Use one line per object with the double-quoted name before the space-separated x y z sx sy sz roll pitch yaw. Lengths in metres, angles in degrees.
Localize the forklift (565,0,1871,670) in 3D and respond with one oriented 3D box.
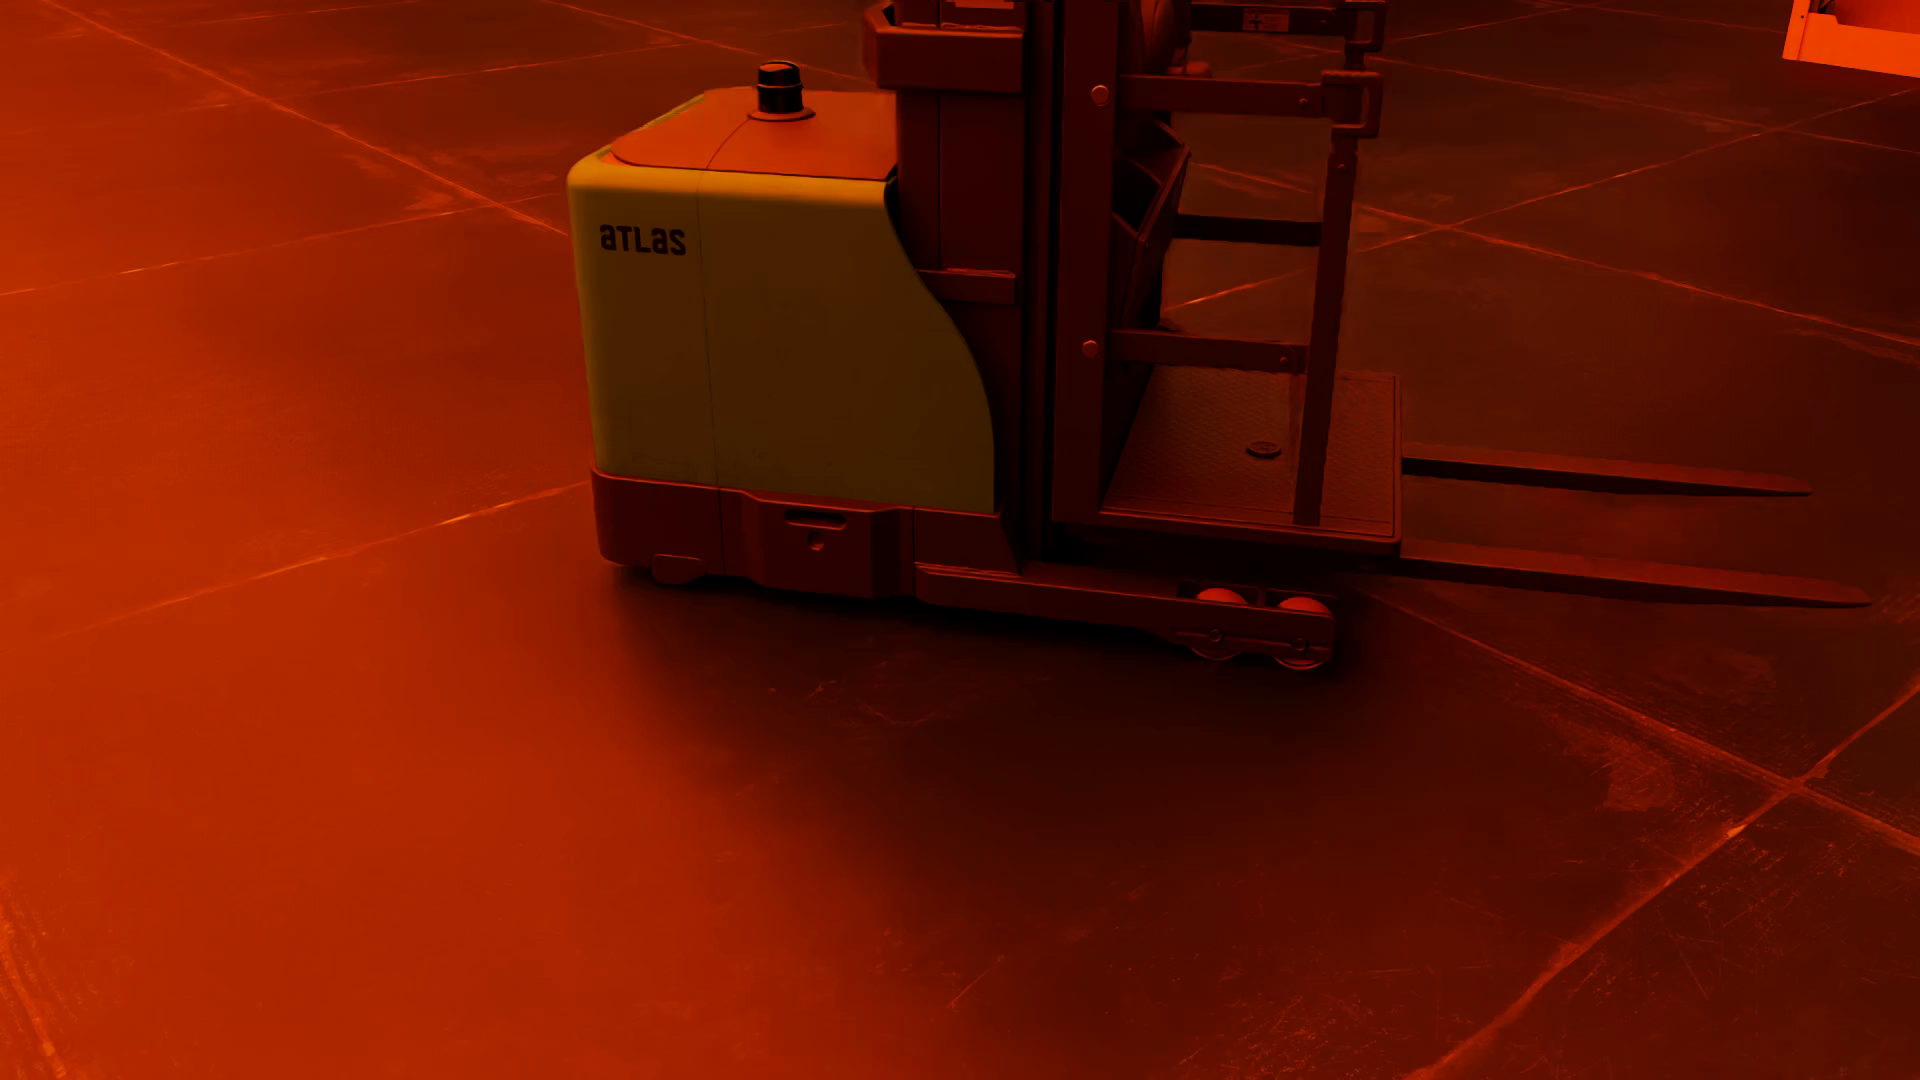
"forklift" 0.638 -1.269 3.762 3.031 2.935 1.130 6 27 12
